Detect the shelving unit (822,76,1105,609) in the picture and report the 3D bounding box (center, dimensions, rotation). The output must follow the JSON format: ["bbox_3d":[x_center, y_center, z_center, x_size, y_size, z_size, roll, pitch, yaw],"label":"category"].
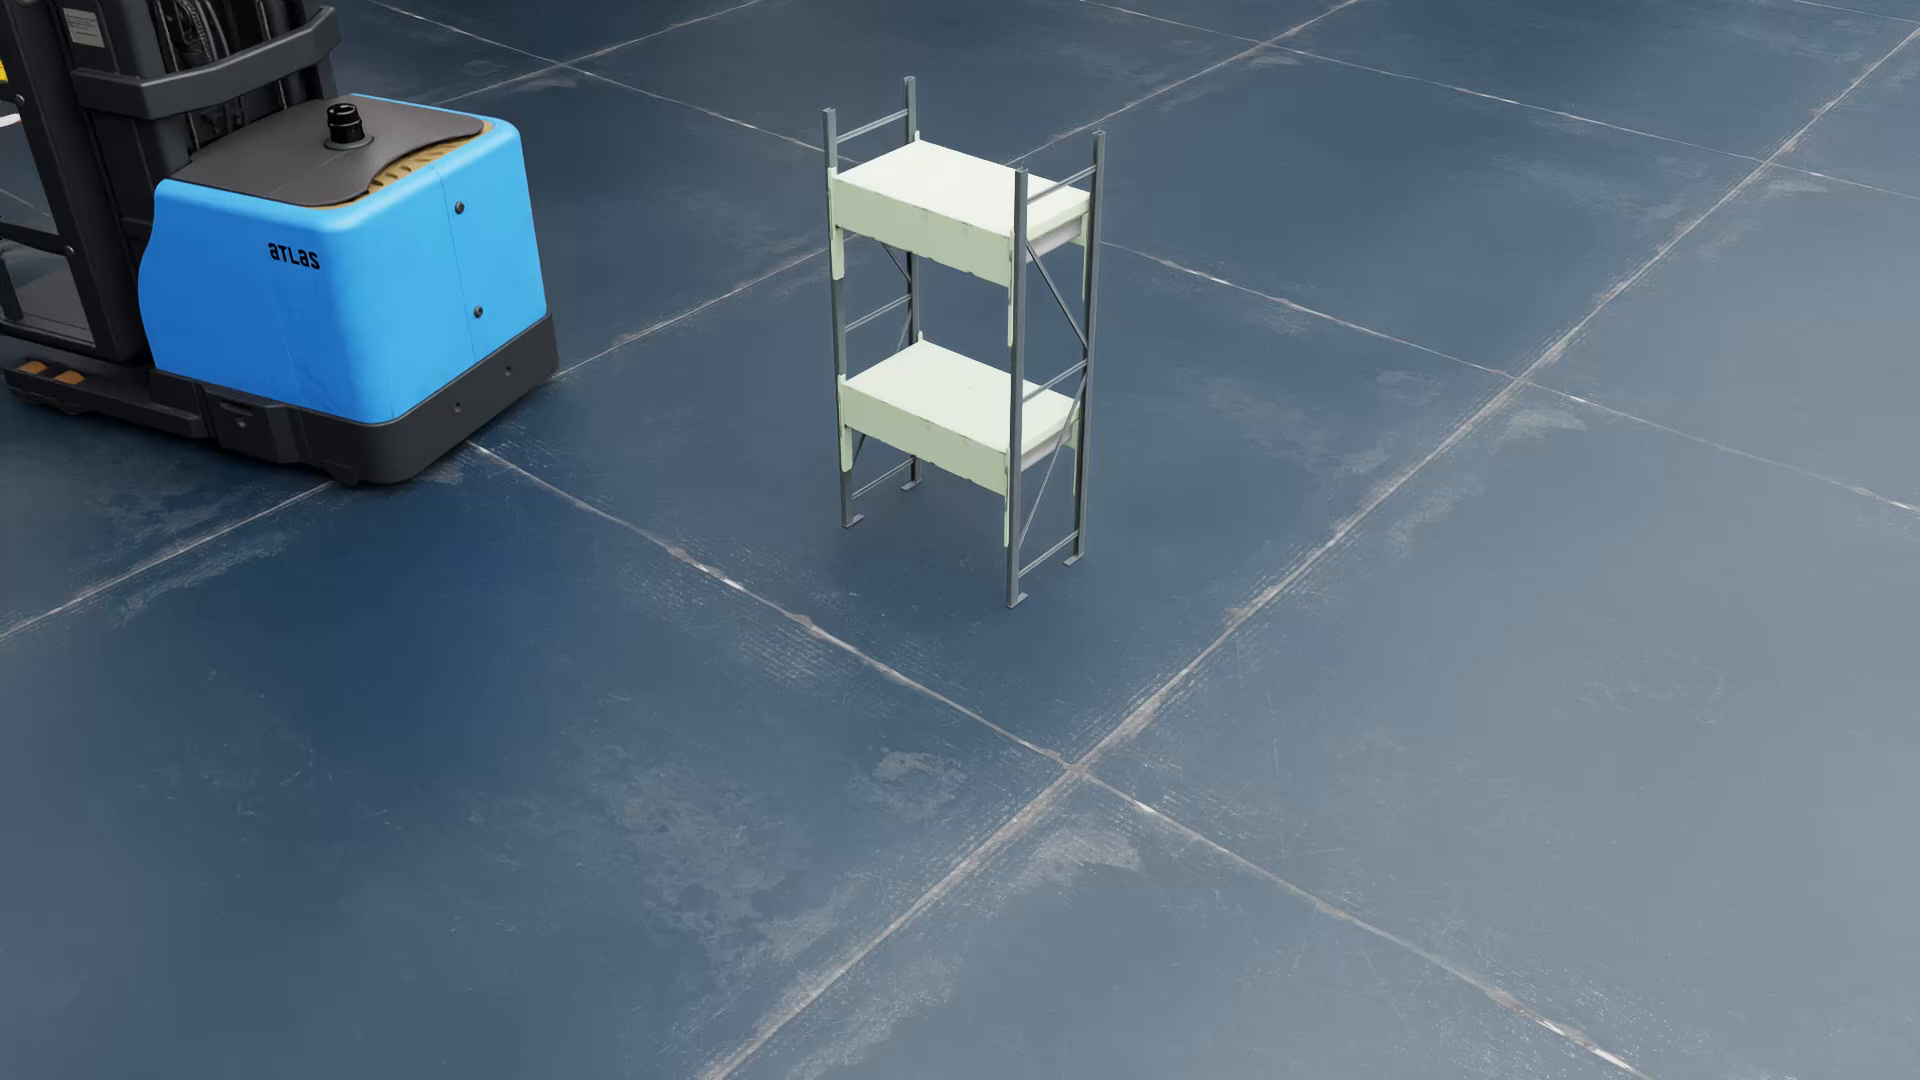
[{"bbox_3d":[0.005,-0.616,5.322,0.755,1.500,0.431,25,42,32],"label":"shelving unit"}]

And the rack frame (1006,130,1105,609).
[{"bbox_3d":[0.286,-0.483,5.129,0.023,1.500,0.400,25,42,32],"label":"rack frame"}]

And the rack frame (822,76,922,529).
[{"bbox_3d":[-0.276,-0.748,5.515,0.023,1.500,0.400,25,42,32],"label":"rack frame"}]

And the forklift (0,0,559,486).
[{"bbox_3d":[-3.161,-1.951,6.001,3.031,2.935,1.130,14,37,20],"label":"forklift"}]

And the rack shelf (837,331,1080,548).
[{"bbox_3d":[0.005,-0.347,5.506,0.720,0.370,0.431,25,42,32],"label":"rack shelf"}]

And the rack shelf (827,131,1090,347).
[{"bbox_3d":[0.005,-0.938,5.101,0.720,0.370,0.431,25,42,32],"label":"rack shelf"}]

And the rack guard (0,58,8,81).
[{"bbox_3d":[-5.765,-2.816,9.409,0.348,0.500,1.175,25,42,32],"label":"rack guard"}]
